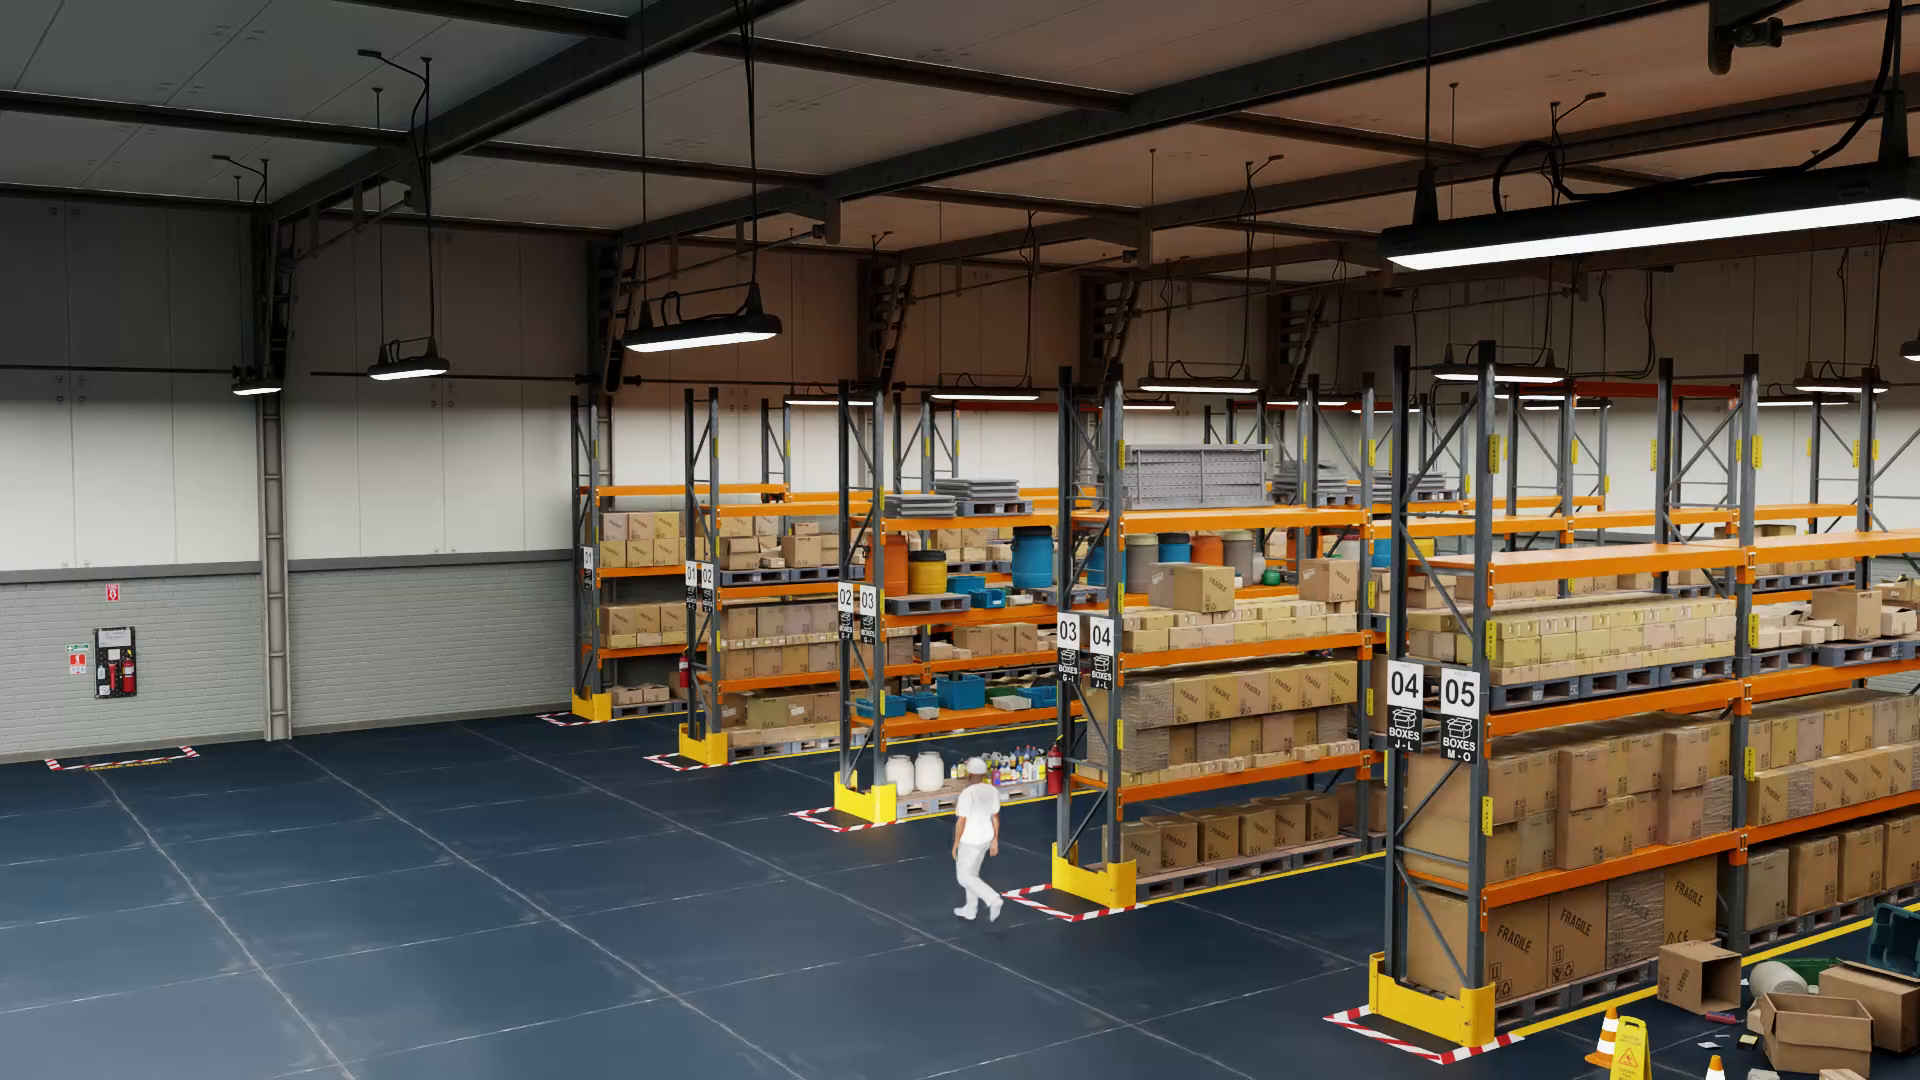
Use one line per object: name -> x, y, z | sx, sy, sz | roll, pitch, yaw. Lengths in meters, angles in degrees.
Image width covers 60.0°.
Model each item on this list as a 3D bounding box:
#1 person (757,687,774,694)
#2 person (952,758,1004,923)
person -> -3.679, 2.390, 31.156 | 0.452, 1.782, 0.645 | 2, 4, 30
person -> 0.194, 3.210, 17.745 | 0.761, 1.761, 0.552 | 2, 4, 33
